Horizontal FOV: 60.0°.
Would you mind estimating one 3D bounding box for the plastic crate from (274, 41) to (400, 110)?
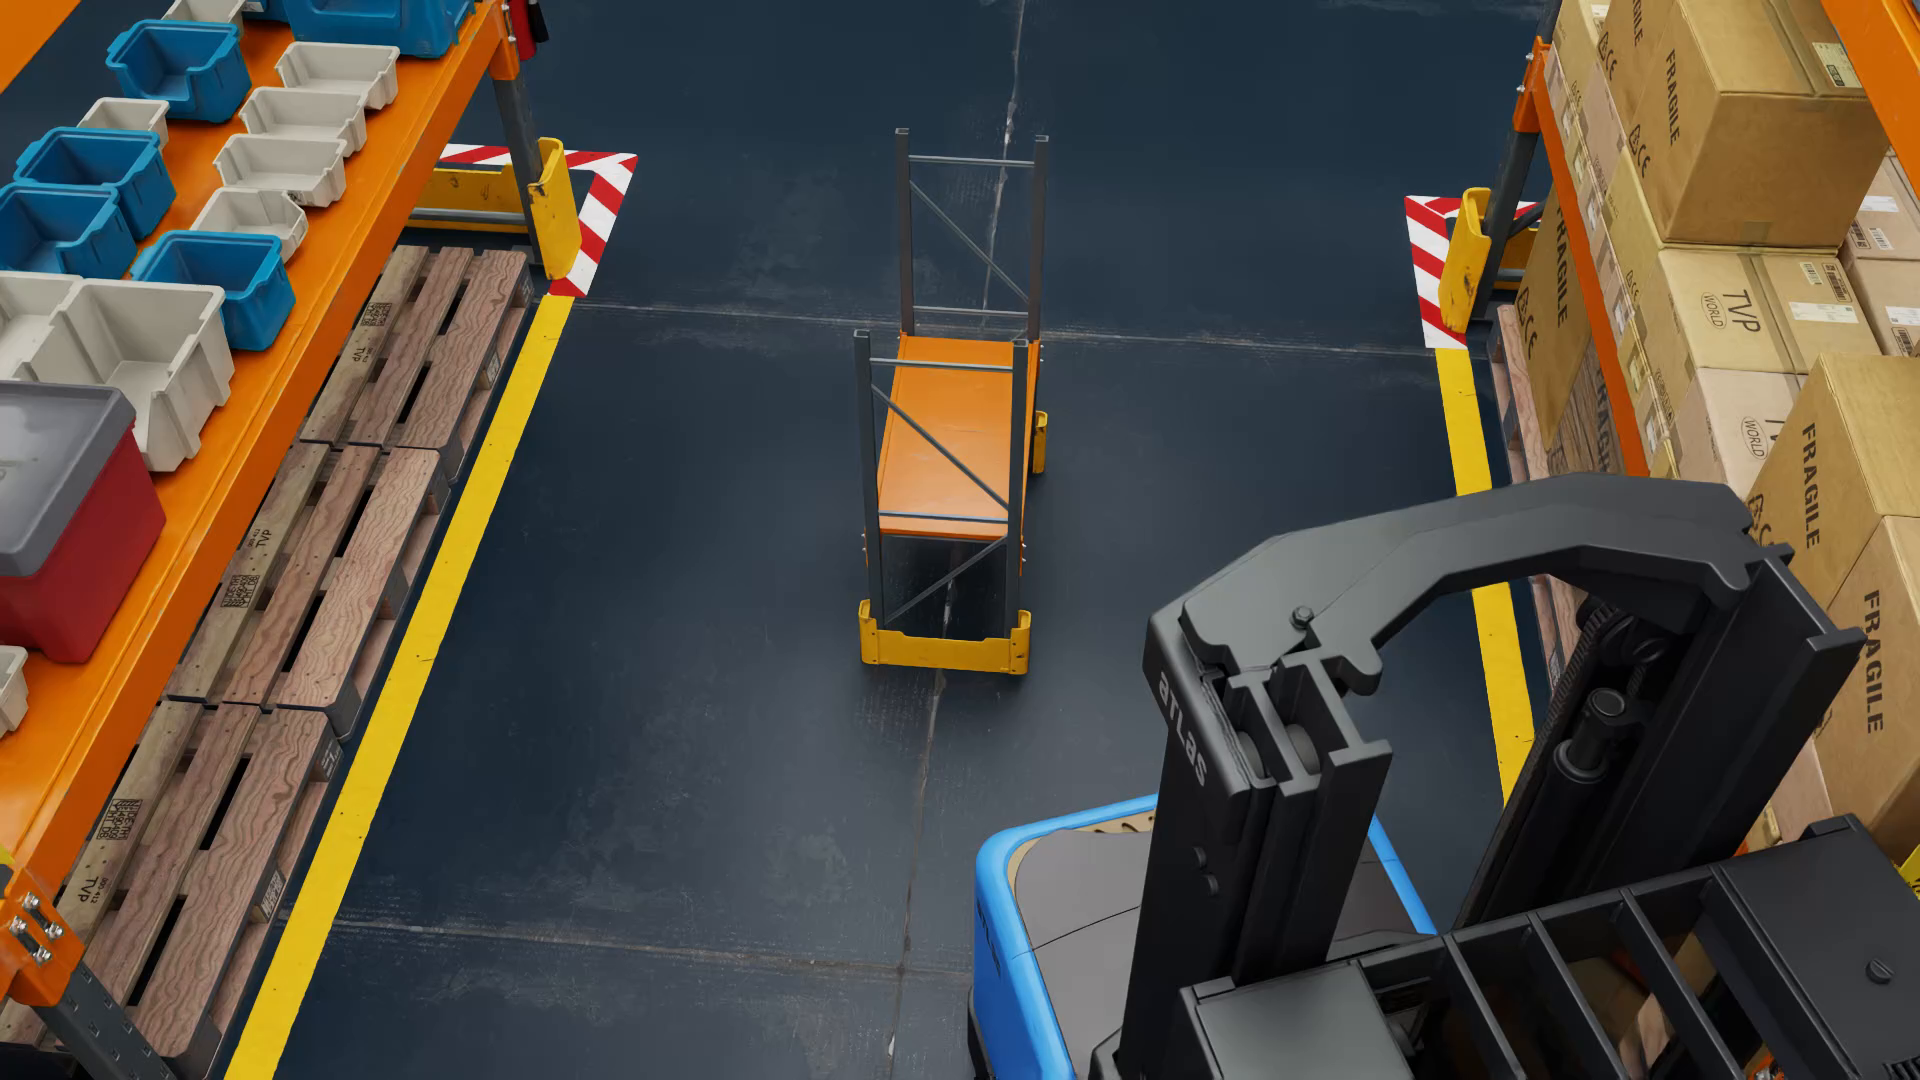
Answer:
[{"bbox_3d":[-2.175,-1.614,5.832,0.396,0.136,0.243,4,48,4],"label":"plastic crate"}]

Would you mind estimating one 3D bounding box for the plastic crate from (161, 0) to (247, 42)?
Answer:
[{"bbox_3d":[-2.743,-1.836,6.035,0.250,0.136,0.298,4,48,4],"label":"plastic crate"}]

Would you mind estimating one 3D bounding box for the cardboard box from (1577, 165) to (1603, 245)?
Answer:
[{"bbox_3d":[2.223,-1.069,5.366,0.380,0.149,0.250,3,48,3],"label":"cardboard box"}]

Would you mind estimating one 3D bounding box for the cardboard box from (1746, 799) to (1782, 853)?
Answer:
[{"bbox_3d":[2.012,0.627,3.814,0.380,0.149,0.250,5,48,4],"label":"cardboard box"}]

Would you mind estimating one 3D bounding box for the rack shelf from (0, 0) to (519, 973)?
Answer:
[{"bbox_3d":[-2.463,-0.582,5.237,1.077,0.370,4.000,4,48,4],"label":"rack shelf"}]

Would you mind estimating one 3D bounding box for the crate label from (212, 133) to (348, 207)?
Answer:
[{"bbox_3d":[-2.217,-1.196,5.449,0.396,0.136,0.243,4,48,4],"label":"crate label"}]

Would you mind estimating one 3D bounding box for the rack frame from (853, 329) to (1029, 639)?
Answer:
[{"bbox_3d":[-0.054,-0.070,5.298,0.500,1.500,0.032,4,48,4],"label":"rack frame"}]

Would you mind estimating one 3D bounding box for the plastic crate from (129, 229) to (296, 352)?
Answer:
[{"bbox_3d":[-2.213,-0.732,4.959,0.416,0.233,0.300,4,48,4],"label":"plastic crate"}]

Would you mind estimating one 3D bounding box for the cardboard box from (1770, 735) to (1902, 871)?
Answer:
[{"bbox_3d":[2.066,0.586,3.581,0.500,0.250,0.500,3,48,3],"label":"cardboard box"}]

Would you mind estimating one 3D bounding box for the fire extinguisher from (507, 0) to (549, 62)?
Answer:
[{"bbox_3d":[-1.814,-2.223,6.555,0.296,0.674,0.183,4,48,4],"label":"fire extinguisher"}]

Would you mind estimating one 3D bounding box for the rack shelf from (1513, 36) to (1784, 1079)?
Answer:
[{"bbox_3d":[2.469,-0.249,4.932,1.077,0.370,4.000,4,48,4],"label":"rack shelf"}]

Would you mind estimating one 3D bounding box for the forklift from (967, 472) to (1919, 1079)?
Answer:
[{"bbox_3d":[0.907,1.427,2.959,1.130,2.935,3.031,-12,49,-10],"label":"forklift"}]

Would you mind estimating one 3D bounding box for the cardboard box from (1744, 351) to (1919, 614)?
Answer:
[{"bbox_3d":[2.113,-0.049,3.654,0.500,0.500,0.500,4,48,4],"label":"cardboard box"}]

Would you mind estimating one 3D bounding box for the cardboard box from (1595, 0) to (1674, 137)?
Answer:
[{"bbox_3d":[2.293,-1.562,5.038,0.500,0.500,0.500,3,48,3],"label":"cardboard box"}]

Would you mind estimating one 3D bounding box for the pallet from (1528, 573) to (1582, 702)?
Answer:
[{"bbox_3d":[2.543,0.467,5.680,1.003,0.211,1.213,4,48,4],"label":"pallet"}]

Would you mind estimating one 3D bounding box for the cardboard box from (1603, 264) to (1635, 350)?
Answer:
[{"bbox_3d":[2.176,-0.693,5.021,0.380,0.149,0.250,3,48,3],"label":"cardboard box"}]

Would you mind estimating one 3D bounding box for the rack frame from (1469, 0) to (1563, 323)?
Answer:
[{"bbox_3d":[2.652,-1.961,6.011,1.000,3.000,0.127,4,48,4],"label":"rack frame"}]

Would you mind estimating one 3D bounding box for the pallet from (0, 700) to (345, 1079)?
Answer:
[{"bbox_3d":[-2.617,1.043,5.153,1.003,0.211,1.213,4,48,4],"label":"pallet"}]

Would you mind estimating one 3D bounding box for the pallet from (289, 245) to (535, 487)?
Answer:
[{"bbox_3d":[-2.394,-0.750,6.793,1.003,0.211,1.213,4,48,4],"label":"pallet"}]

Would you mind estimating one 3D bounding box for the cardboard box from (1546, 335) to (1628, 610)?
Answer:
[{"bbox_3d":[2.590,-0.242,5.594,0.875,0.875,0.875,4,48,4],"label":"cardboard box"}]

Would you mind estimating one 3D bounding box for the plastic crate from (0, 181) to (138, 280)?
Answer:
[{"bbox_3d":[-2.778,-0.911,5.123,0.416,0.233,0.300,4,48,4],"label":"plastic crate"}]

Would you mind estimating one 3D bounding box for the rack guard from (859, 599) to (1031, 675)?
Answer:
[{"bbox_3d":[-0.052,0.338,5.772,0.587,0.250,0.087,4,48,4],"label":"rack guard"}]

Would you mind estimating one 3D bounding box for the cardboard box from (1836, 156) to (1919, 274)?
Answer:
[{"bbox_3d":[2.779,-0.891,4.932,0.500,0.250,0.500,2,48,2],"label":"cardboard box"}]

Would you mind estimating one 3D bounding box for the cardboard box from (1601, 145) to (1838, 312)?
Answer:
[{"bbox_3d":[2.249,-0.925,4.963,0.500,0.250,0.500,2,48,2],"label":"cardboard box"}]

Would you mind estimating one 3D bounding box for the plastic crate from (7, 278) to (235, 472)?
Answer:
[{"bbox_3d":[-2.323,-0.445,4.664,0.437,0.282,0.530,4,48,4],"label":"plastic crate"}]

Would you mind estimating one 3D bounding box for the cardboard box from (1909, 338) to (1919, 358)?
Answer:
[{"bbox_3d":[2.681,-0.404,3.978,0.500,0.500,0.500,3,48,2],"label":"cardboard box"}]

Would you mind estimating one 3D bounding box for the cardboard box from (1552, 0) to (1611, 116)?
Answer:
[{"bbox_3d":[2.339,-1.677,5.651,0.500,0.250,0.500,3,48,2],"label":"cardboard box"}]

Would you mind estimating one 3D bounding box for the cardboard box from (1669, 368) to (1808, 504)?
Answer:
[{"bbox_3d":[2.157,-0.169,4.272,0.500,0.250,0.500,5,48,4],"label":"cardboard box"}]

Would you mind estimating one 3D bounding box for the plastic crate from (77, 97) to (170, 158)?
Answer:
[{"bbox_3d":[-2.805,-1.338,5.579,0.250,0.136,0.298,4,48,4],"label":"plastic crate"}]

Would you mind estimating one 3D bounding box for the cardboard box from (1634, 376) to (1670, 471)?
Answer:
[{"bbox_3d":[2.130,-0.315,4.675,0.380,0.149,0.250,5,48,4],"label":"cardboard box"}]

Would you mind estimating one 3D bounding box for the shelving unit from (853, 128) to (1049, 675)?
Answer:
[{"bbox_3d":[-0.007,-0.450,5.645,0.587,1.500,1.083,4,48,4],"label":"shelving unit"}]

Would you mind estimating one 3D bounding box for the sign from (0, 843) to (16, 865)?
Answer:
[{"bbox_3d":[-2.098,0.590,3.490,0.100,0.325,0.005,4,48,4],"label":"sign"}]

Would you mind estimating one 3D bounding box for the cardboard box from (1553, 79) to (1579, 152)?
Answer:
[{"bbox_3d":[2.269,-1.449,5.713,0.380,0.149,0.250,3,48,3],"label":"cardboard box"}]

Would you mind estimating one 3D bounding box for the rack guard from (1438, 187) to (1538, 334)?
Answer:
[{"bbox_3d":[2.654,-1.135,6.950,1.175,0.500,0.348,4,48,4],"label":"rack guard"}]

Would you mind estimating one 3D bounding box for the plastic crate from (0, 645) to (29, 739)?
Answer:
[{"bbox_3d":[-2.461,0.381,4.007,0.396,0.136,0.243,4,48,4],"label":"plastic crate"}]
